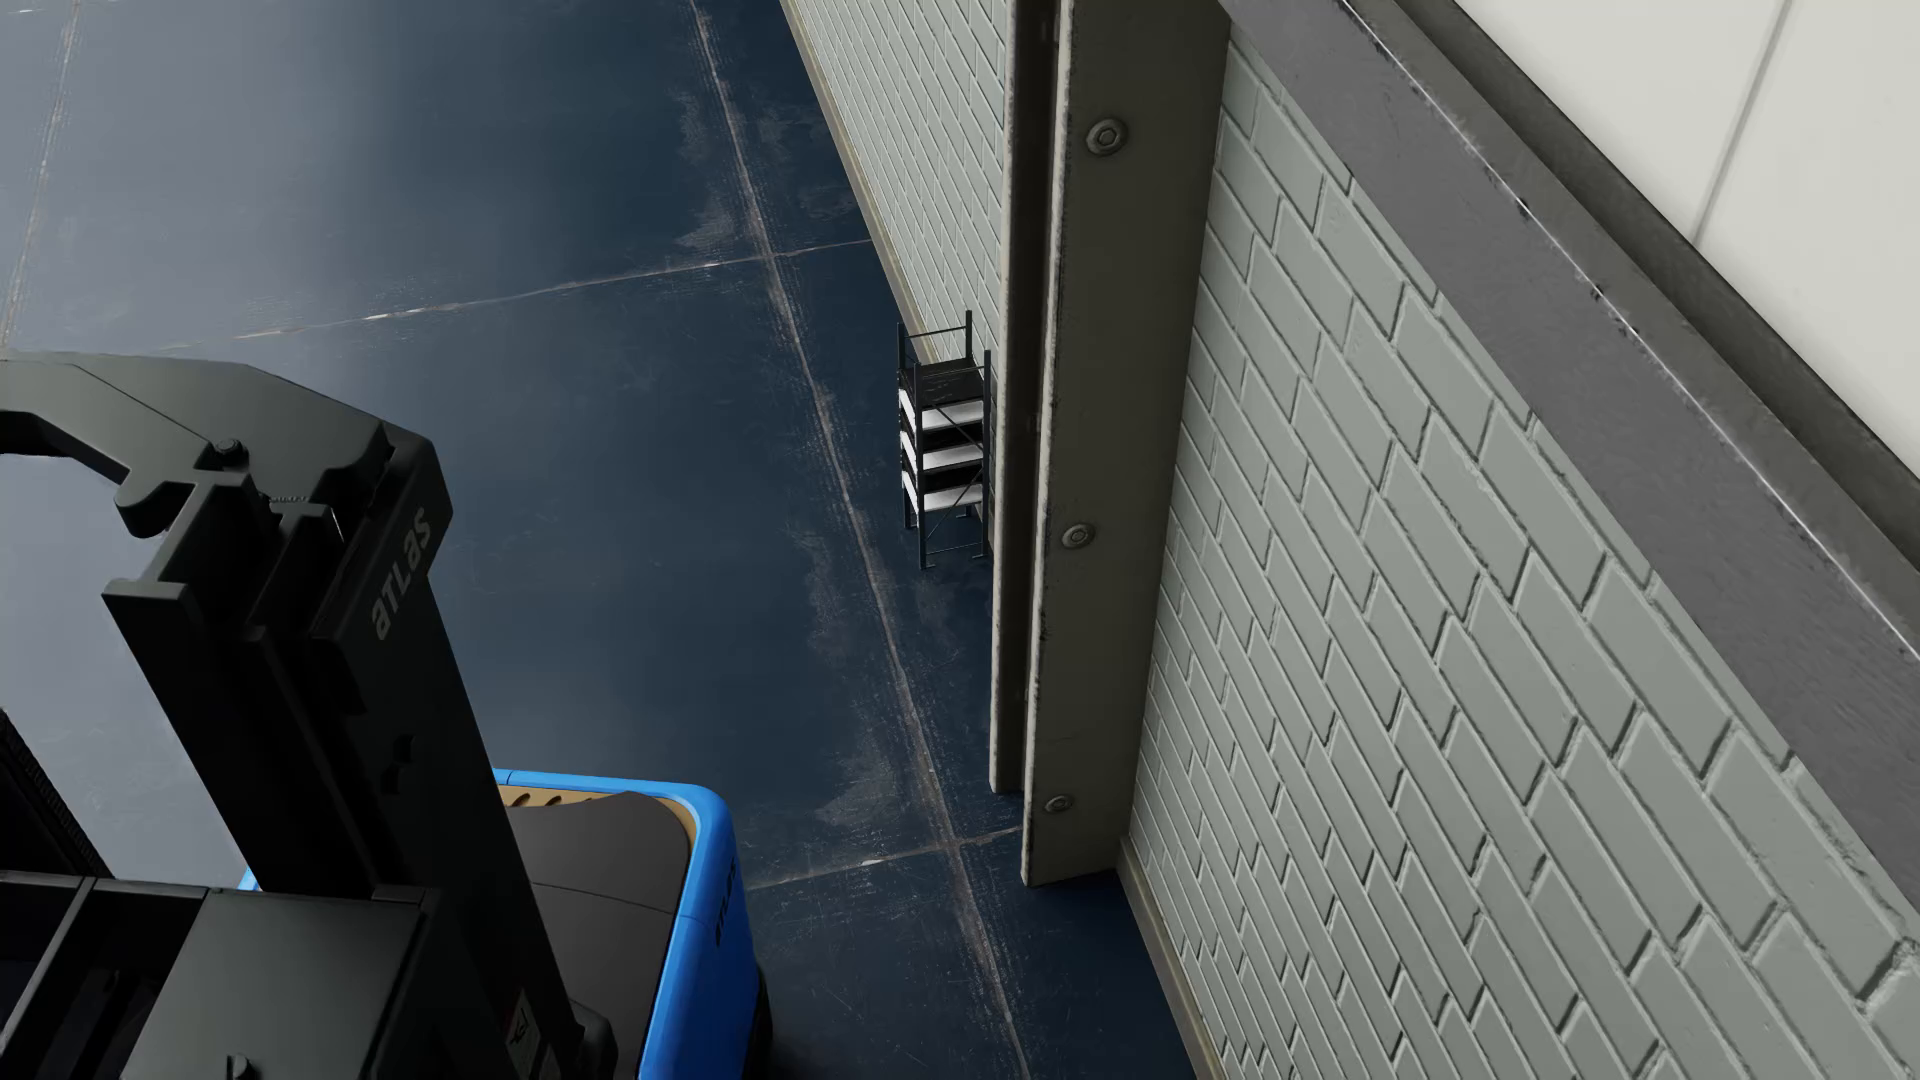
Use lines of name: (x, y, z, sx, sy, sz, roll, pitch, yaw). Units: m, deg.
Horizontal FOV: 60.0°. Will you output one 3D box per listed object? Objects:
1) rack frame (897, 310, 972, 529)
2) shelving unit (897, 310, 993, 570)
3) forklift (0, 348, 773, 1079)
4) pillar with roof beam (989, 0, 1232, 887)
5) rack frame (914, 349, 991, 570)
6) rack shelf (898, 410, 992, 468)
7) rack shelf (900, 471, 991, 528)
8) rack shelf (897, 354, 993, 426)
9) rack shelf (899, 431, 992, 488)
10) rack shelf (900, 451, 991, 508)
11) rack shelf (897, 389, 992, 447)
rack frame: (-0.077, -0.380, 5.492, 0.240, 0.900, 0.006, -12, 47, -11)
shelving unit: (-0.049, -0.310, 5.423, 0.258, 0.900, 0.210, -12, 47, -11)
forklift: (-1.151, 1.293, 2.430, 1.130, 2.935, 3.031, 4, 46, 4)
pillar with roof beam: (-3.875, -1.530, 0.949, 9.100, 9.000, 0.400, -11, 47, -10)
rack frame: (-0.021, -0.240, 5.355, 0.240, 0.900, 0.006, -12, 47, -11)
rack shelf: (-0.049, -0.349, 5.383, 0.258, 0.077, 0.200, -12, 47, -11)
rack shelf: (-0.049, -0.160, 5.576, 0.258, 0.077, 0.200, -12, 47, -11)
rack shelf: (-0.050, -0.475, 5.254, 0.258, 0.077, 0.200, -12, 47, -11)
rack shelf: (-0.049, -0.286, 5.447, 0.258, 0.077, 0.200, -12, 47, -11)
rack shelf: (-0.049, -0.223, 5.511, 0.258, 0.077, 0.200, -12, 47, -11)
rack shelf: (-0.050, -0.412, 5.318, 0.258, 0.077, 0.200, -12, 47, -11)
